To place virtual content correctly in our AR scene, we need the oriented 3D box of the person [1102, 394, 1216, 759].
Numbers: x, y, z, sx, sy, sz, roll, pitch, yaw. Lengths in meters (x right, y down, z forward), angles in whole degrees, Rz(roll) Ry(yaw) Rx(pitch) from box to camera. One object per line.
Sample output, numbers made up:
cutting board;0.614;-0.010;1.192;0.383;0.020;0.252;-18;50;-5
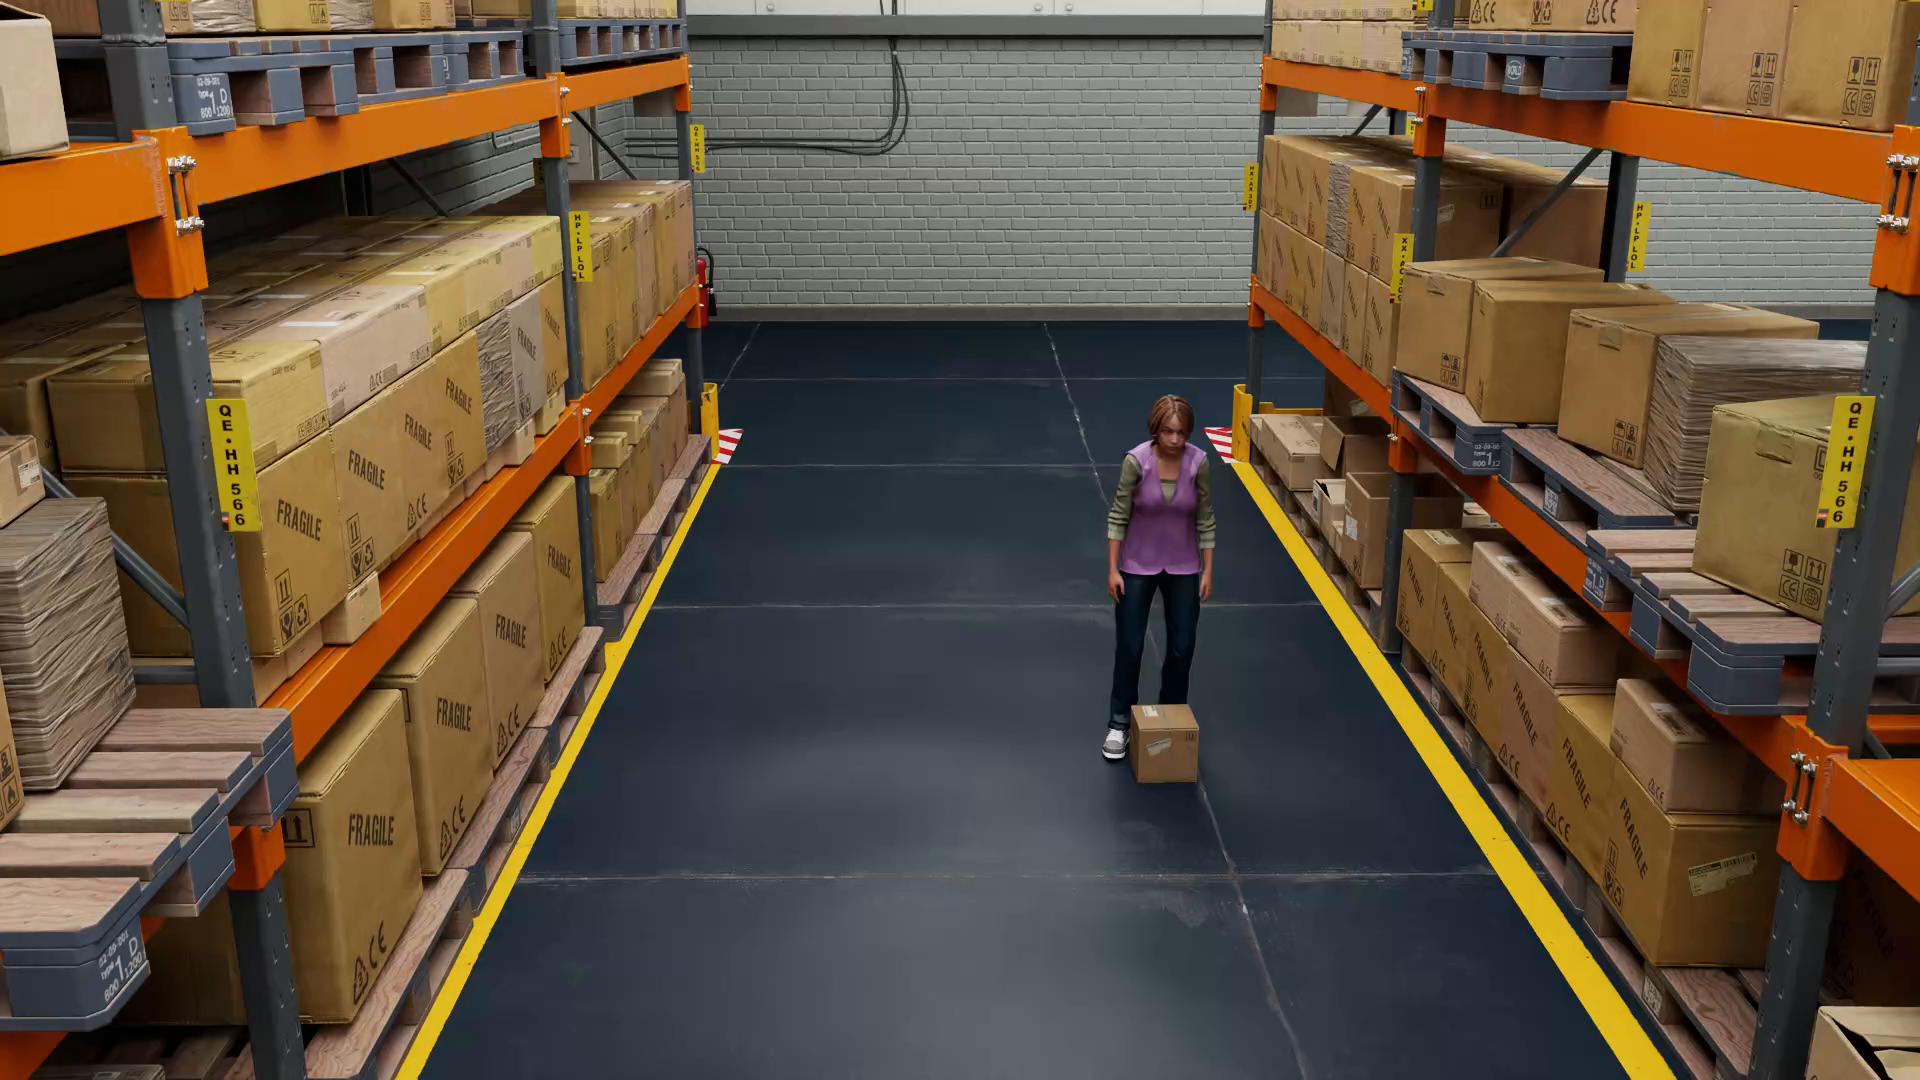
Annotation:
person;0.851;0.153;7.078;0.467;1.593;0.349;0;17;-1
